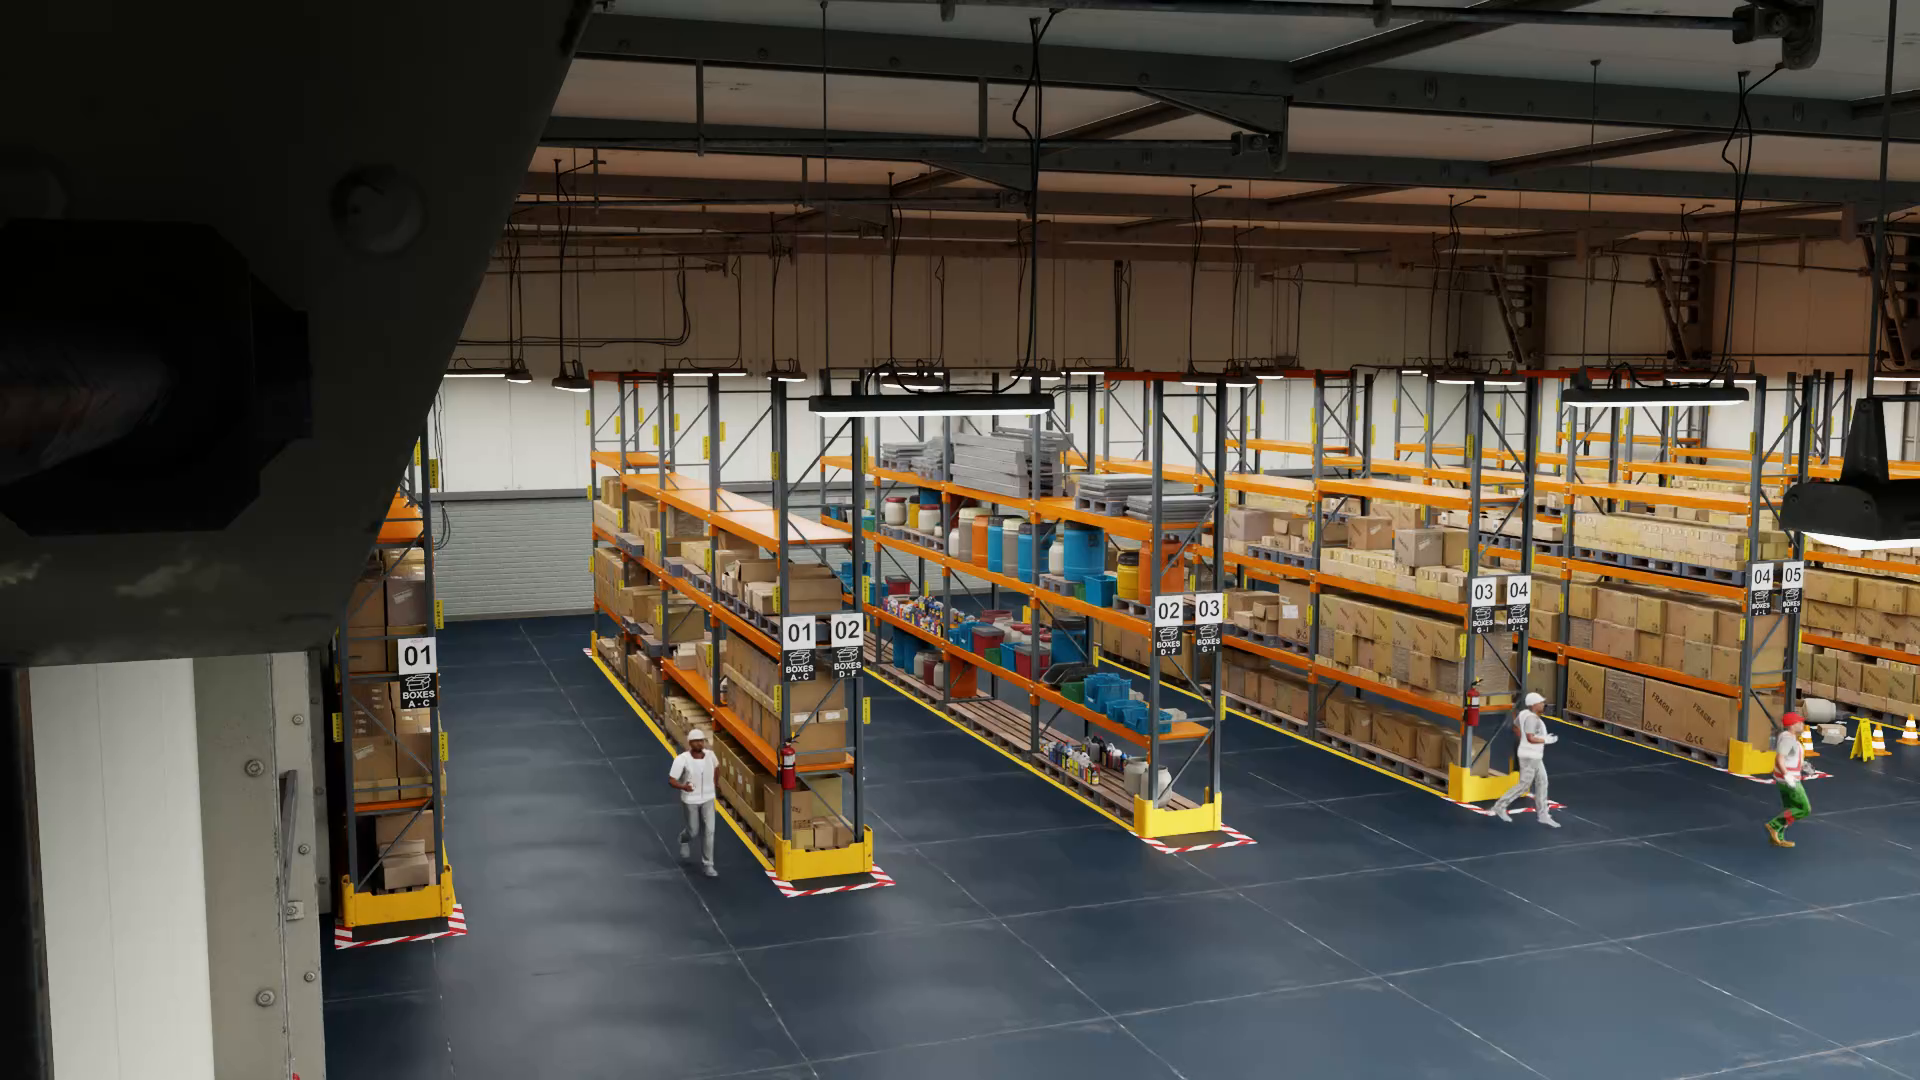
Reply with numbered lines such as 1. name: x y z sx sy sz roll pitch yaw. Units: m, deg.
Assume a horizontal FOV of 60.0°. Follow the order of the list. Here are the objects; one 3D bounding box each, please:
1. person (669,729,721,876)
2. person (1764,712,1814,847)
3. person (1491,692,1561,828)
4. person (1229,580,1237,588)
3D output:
1. person: -3.199 3.177 20.326 0.703 1.739 0.943 -3 7 -28
2. person: 10.678 3.078 21.377 0.584 1.749 0.669 2 7 18
3. person: 7.654 2.946 22.391 0.903 1.801 0.687 2 7 19
4. person: 5.699 1.649 34.347 0.581 1.699 0.920 -4 7 -31
